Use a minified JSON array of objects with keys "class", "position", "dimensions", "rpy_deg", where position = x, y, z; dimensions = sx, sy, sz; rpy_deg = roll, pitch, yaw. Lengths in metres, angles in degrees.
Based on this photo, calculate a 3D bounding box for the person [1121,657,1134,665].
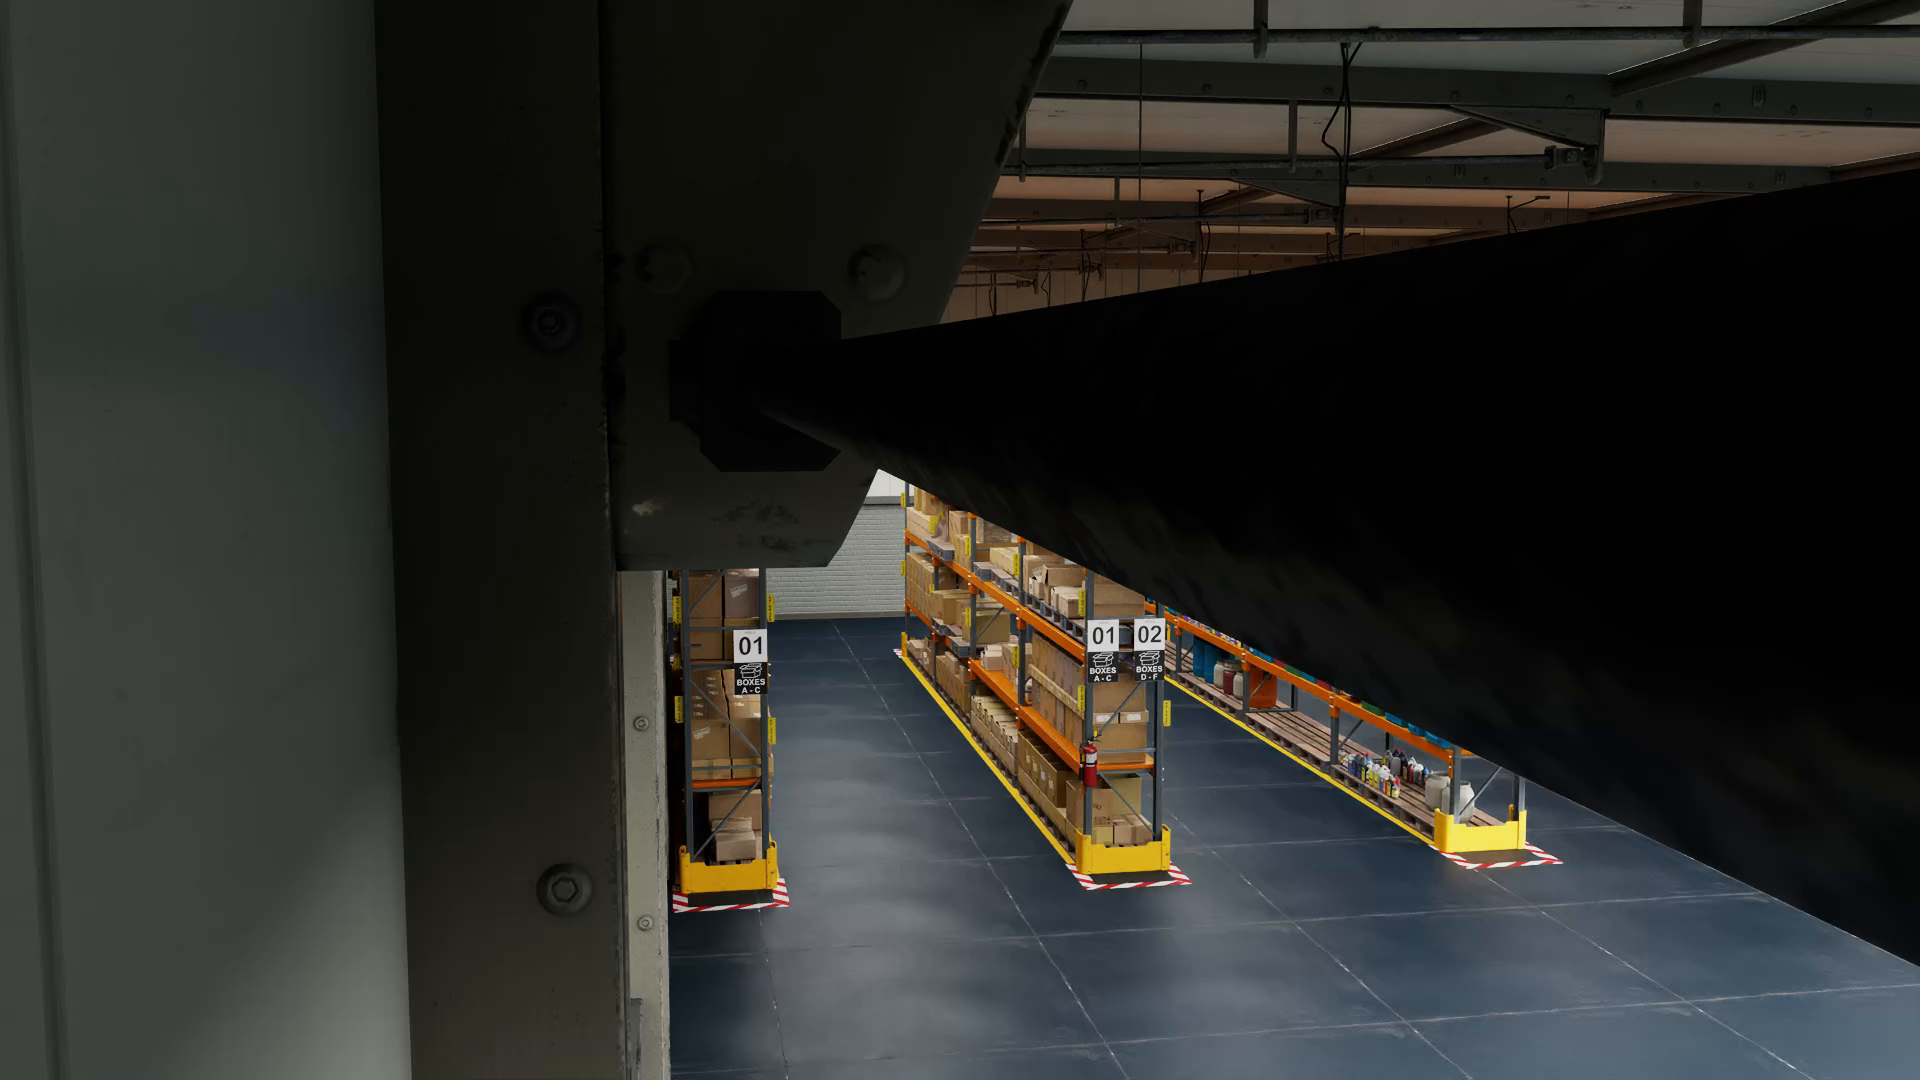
[{"class":"person","position":[3.144,2.144,29.883],"dimensions":[0.593,1.640,0.574],"rpy_deg":[-3,7,-25]}]
